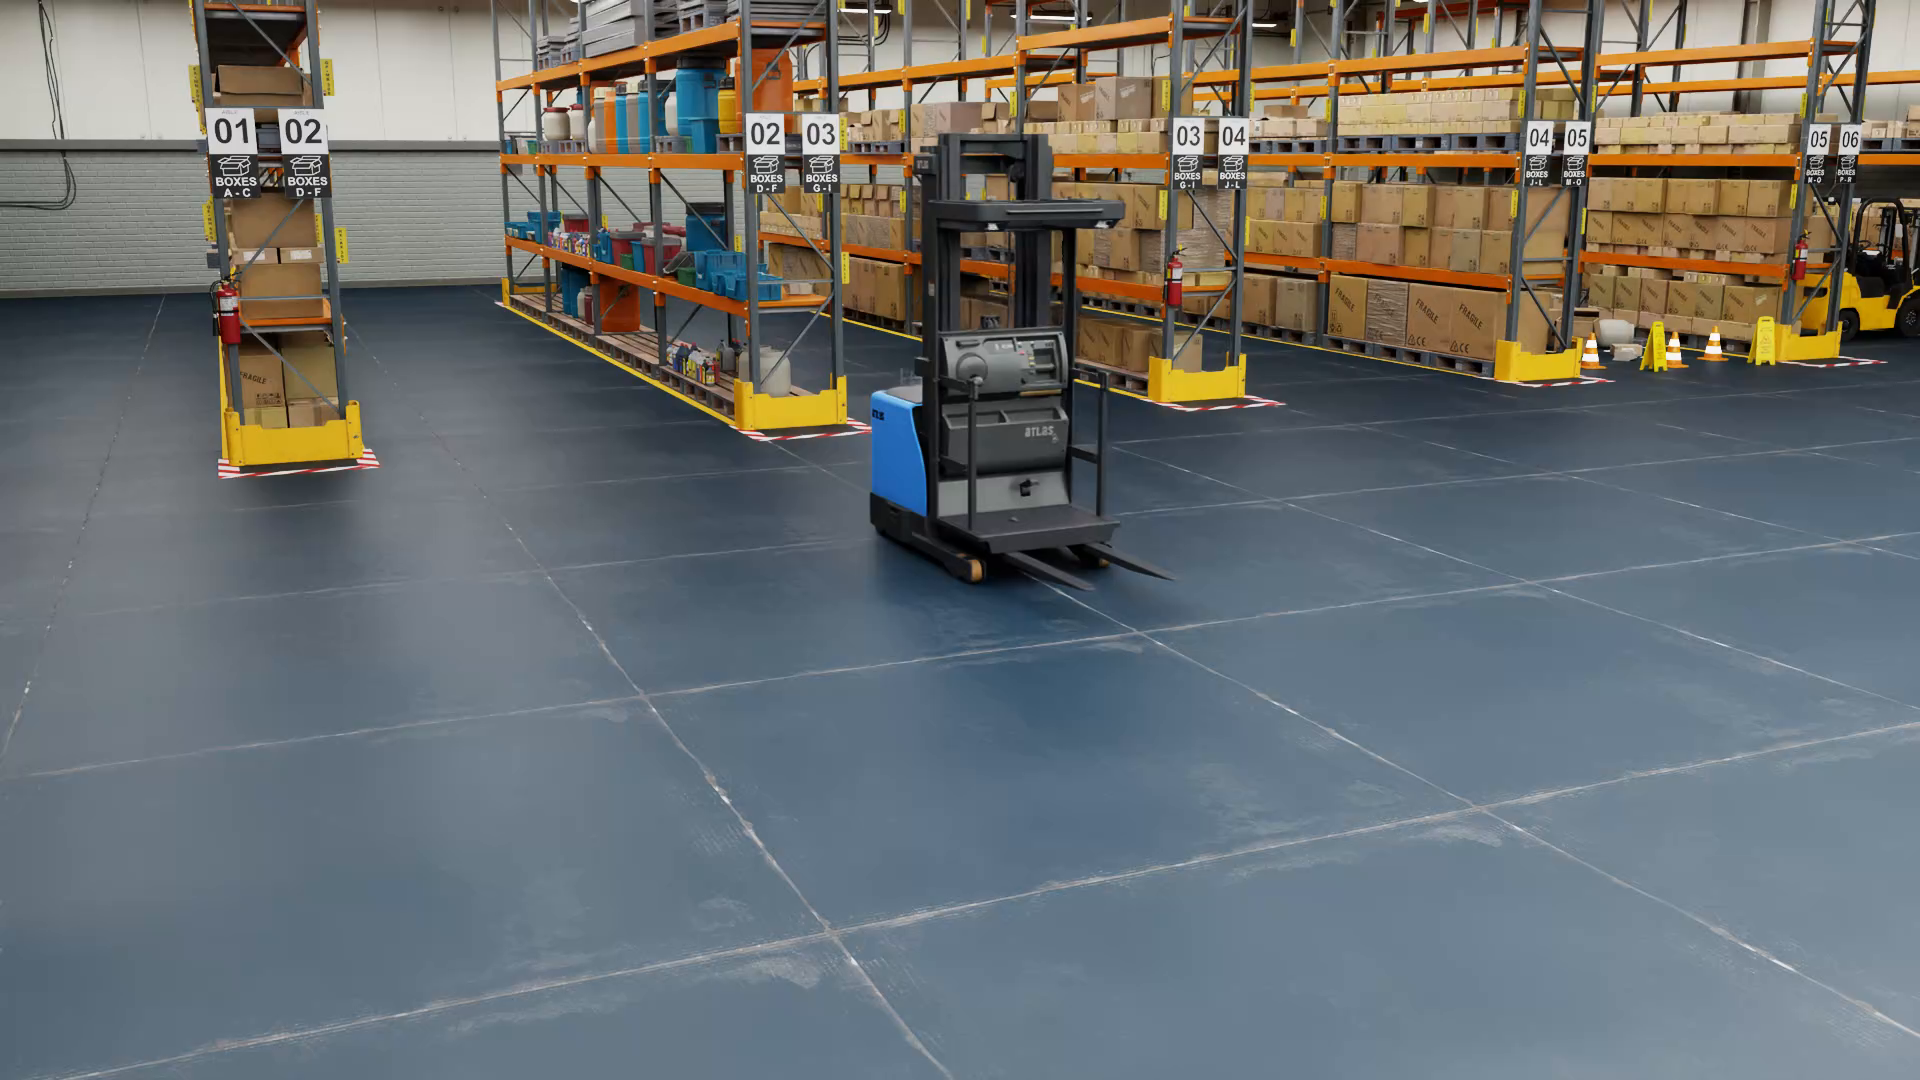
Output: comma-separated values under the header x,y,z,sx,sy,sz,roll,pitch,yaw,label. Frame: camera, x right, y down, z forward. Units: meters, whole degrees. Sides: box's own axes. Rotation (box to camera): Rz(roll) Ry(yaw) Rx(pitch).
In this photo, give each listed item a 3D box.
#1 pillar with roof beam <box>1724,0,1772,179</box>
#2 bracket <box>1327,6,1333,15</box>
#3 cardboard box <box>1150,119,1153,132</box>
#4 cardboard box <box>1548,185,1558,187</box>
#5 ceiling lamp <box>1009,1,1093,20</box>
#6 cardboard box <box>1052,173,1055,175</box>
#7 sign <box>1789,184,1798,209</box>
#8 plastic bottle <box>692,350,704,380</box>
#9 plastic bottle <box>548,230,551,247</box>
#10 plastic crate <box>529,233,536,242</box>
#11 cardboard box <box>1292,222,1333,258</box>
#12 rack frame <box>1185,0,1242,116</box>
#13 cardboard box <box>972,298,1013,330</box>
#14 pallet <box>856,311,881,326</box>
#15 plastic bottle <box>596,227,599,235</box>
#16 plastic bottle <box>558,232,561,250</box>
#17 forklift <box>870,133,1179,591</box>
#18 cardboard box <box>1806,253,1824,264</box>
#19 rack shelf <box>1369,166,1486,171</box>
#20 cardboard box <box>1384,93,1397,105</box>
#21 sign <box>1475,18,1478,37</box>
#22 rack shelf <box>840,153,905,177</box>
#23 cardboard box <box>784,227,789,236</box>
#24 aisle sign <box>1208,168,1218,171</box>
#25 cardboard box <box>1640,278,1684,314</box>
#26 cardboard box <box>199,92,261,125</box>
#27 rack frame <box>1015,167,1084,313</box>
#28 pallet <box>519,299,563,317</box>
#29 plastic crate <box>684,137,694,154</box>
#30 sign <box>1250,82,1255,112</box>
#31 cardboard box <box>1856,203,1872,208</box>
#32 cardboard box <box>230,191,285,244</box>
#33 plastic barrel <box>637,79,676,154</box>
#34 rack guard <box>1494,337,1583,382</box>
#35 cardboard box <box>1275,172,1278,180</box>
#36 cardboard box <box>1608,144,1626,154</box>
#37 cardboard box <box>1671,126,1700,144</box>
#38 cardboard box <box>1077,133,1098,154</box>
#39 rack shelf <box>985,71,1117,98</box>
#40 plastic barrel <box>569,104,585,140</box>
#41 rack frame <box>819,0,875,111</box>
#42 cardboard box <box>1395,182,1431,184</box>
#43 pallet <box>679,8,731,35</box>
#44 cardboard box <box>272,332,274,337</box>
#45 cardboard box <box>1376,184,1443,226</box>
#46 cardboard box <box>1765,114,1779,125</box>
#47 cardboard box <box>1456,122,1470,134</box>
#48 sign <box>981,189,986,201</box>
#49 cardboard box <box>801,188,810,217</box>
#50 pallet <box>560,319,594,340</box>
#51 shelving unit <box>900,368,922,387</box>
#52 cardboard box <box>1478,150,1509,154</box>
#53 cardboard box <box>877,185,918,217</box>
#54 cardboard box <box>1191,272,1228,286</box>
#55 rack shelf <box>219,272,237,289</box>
x,y,z,sx,sy,sz,roll,pitch,yaw,label
10.646,-8.465,28.989,9.100,9.000,0.400,-6,14,-23,pillar with roof beam
9.292,-13.141,41.207,0.235,0.232,0.430,-6,14,-23,bracket
2.427,-4.799,19.246,0.380,0.149,0.250,-6,14,-25,cardboard box
9.619,-5.774,27.415,0.380,0.149,0.250,-6,14,-25,cardboard box
2.195,-13.425,37.474,2.000,3.185,0.800,-6,14,-23,ceiling lamp
1.951,-6.889,32.382,0.500,0.500,0.500,-6,14,-25,cardboard box
11.384,-4.690,22.711,0.100,0.325,0.005,-6,14,-23,sign
-3.056,-2.056,19.499,0.144,0.351,0.185,-5,14,-21,plastic bottle
-6.768,-4.983,27.507,0.061,0.283,0.133,-6,14,-23,plastic bottle
-7.219,-5.256,28.906,0.437,0.125,0.590,-6,14,-23,plastic crate
5.349,-4.508,24.975,0.500,0.500,0.500,-6,14,-23,cardboard box
4.201,-8.125,27.519,1.000,3.000,0.127,-6,14,-23,rack frame
0.594,-3.290,24.500,0.700,0.500,0.500,-7,15,-28,cardboard box
-1.116,-3.838,28.485,1.003,0.211,1.213,-6,14,-23,pallet
-5.914,-4.919,27.079,0.144,0.351,0.185,-6,14,-23,plastic bottle
-6.413,-4.800,26.714,0.061,0.283,0.133,-6,14,-23,plastic bottle
0.410,-1.248,11.262,1.130,2.935,3.031,-6,14,-25,forklift
11.954,-3.984,23.488,0.380,0.149,0.250,-6,14,-23,cardboard box
10.839,-8.470,37.257,1.077,0.370,4.000,-6,14,-23,rack shelf
6.048,-6.040,22.799,0.380,0.149,0.250,-5,14,-22,cardboard box
9.189,-9.138,29.647,0.100,0.325,0.005,-6,14,-23,sign
-1.185,-6.299,27.878,1.077,0.370,4.000,-6,14,-23,rack shelf
-3.131,-5.885,31.701,0.380,0.149,0.250,-6,14,-24,cardboard box
5.747,-8.633,37.251,0.394,0.787,0.004,-6,14,-23,aisle sign
10.719,-3.711,25.256,0.500,0.500,0.500,-5,14,-20,cardboard box
-7.183,-4.248,16.376,0.500,0.311,0.500,-4,14,-16,cardboard box
1.218,-3.949,22.779,1.000,3.000,0.127,-6,14,-23,rack frame
-7.347,-4.197,30.034,1.003,0.211,1.213,-6,14,-23,pallet
-2.937,-4.509,19.017,0.336,0.188,0.450,-6,14,-23,plastic crate
3.318,-5.059,18.984,0.100,0.325,0.005,-6,14,-23,sign
15.008,-5.550,27.376,0.380,0.149,0.250,-5,14,-22,cardboard box
-6.670,-3.126,16.125,0.700,0.500,0.500,-6,14,-24,cardboard box
-3.722,-5.292,20.821,0.600,0.901,0.708,-6,14,-23,plastic barrel
7.415,-2.327,21.314,1.175,0.500,0.348,-6,14,-23,rack guard
6.673,-7.448,34.019,0.380,0.149,0.250,-5,14,-22,cardboard box
10.250,-6.037,25.706,0.380,0.149,0.250,-6,14,-23,cardboard box
10.832,-5.947,24.433,0.500,0.250,0.500,-5,14,-22,cardboard box
1.788,-4.900,20.571,0.500,0.250,0.500,-6,14,-24,cardboard box
1.798,-9.013,32.956,1.077,0.370,4.000,-6,14,-23,rack shelf
-5.770,-6.413,25.540,0.433,0.535,0.433,0,13,0,plastic barrel
-1.986,-8.524,29.244,1.000,3.000,0.127,-6,14,-23,rack frame
8.249,-6.289,30.453,0.500,0.500,0.500,-6,14,-24,cardboard box
-2.472,-5.717,18.420,1.003,0.211,1.213,-6,14,-23,pallet
-7.284,-2.105,18.315,0.500,0.500,0.500,-6,14,-23,cardboard box
6.337,-4.669,23.162,0.875,0.550,0.550,-6,14,-23,cardboard box
11.427,-5.845,23.108,0.380,0.149,0.250,-5,14,-22,cardboard box
6.658,-5.337,21.530,0.380,0.149,0.250,-5,14,-22,cardboard box
0.499,-7.228,35.027,0.100,0.325,0.005,-6,14,-23,sign
-2.612,-6.214,30.574,0.500,0.500,0.500,-5,14,-22,cardboard box
-5.761,-3.380,26.506,1.003,0.211,1.213,-6,14,-23,pallet
-0.309,-0.730,12.863,0.258,1.200,0.189,-6,14,-25,shelving unit
9.333,-6.869,28.517,0.797,0.503,0.637,-6,14,-23,cardboard box
-0.921,-5.600,27.467,0.797,0.503,0.637,-5,14,-22,cardboard box
2.925,-3.080,19.584,0.380,0.149,0.250,-6,14,-23,cardboard box
-8.661,-3.118,20.783,1.077,0.370,4.000,-6,14,-23,rack shelf
